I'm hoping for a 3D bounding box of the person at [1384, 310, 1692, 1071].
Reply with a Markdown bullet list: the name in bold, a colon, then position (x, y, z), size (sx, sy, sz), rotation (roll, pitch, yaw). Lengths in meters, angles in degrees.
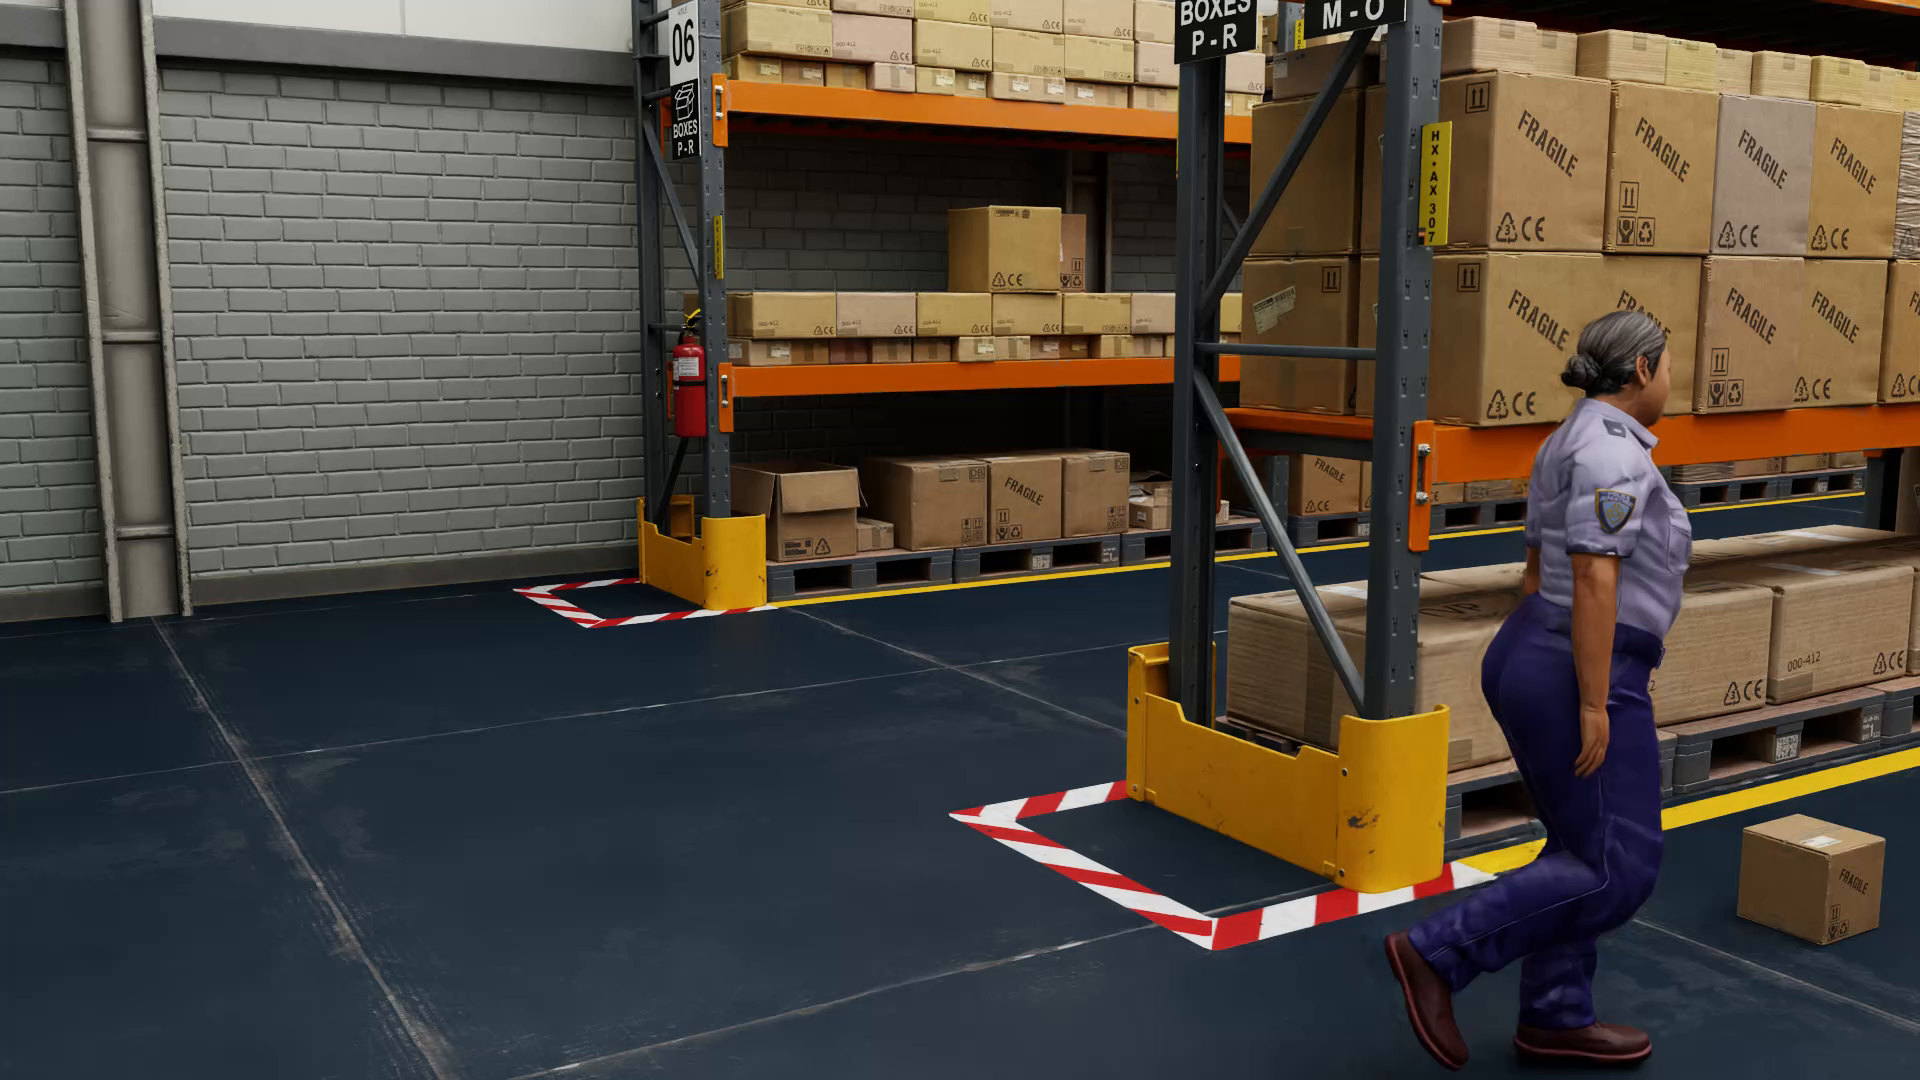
- **person**: position (1.218, 0.328, 3.564), size (0.611, 1.625, 0.548), rotation (1, 8, 6)
